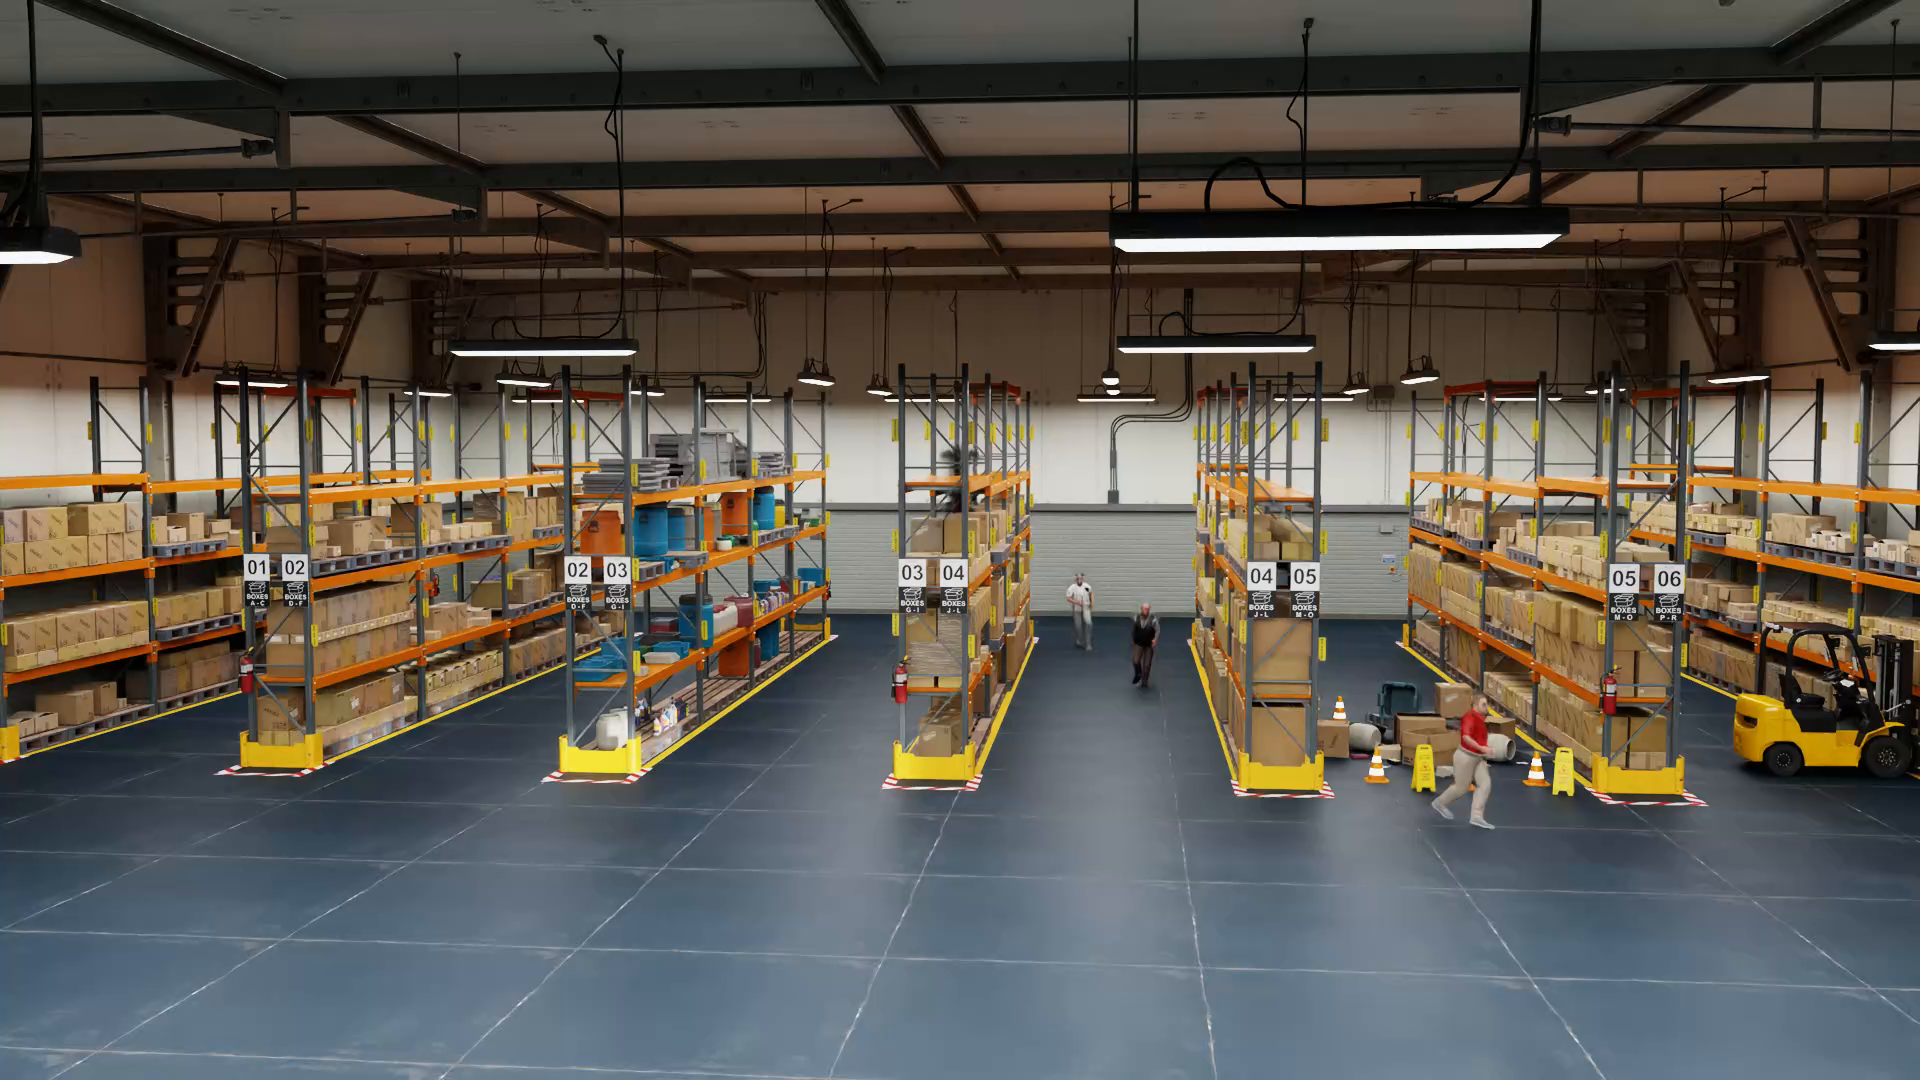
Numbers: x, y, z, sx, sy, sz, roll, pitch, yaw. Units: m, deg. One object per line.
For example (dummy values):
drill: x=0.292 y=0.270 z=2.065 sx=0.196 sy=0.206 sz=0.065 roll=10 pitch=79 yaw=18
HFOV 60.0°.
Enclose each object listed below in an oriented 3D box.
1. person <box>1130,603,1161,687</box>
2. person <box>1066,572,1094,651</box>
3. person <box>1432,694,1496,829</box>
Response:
person: x=3.626 y=2.067 z=32.588 sx=0.648 sy=1.675 sz=0.766 roll=1 pitch=4 yaw=12
person: x=2.798 y=1.647 z=38.670 sx=0.669 sy=1.817 sz=0.789 roll=0 pitch=4 yaw=-3
person: x=6.395 y=2.797 z=21.141 sx=0.847 sy=1.702 sz=0.630 roll=3 pitch=5 yaw=39
